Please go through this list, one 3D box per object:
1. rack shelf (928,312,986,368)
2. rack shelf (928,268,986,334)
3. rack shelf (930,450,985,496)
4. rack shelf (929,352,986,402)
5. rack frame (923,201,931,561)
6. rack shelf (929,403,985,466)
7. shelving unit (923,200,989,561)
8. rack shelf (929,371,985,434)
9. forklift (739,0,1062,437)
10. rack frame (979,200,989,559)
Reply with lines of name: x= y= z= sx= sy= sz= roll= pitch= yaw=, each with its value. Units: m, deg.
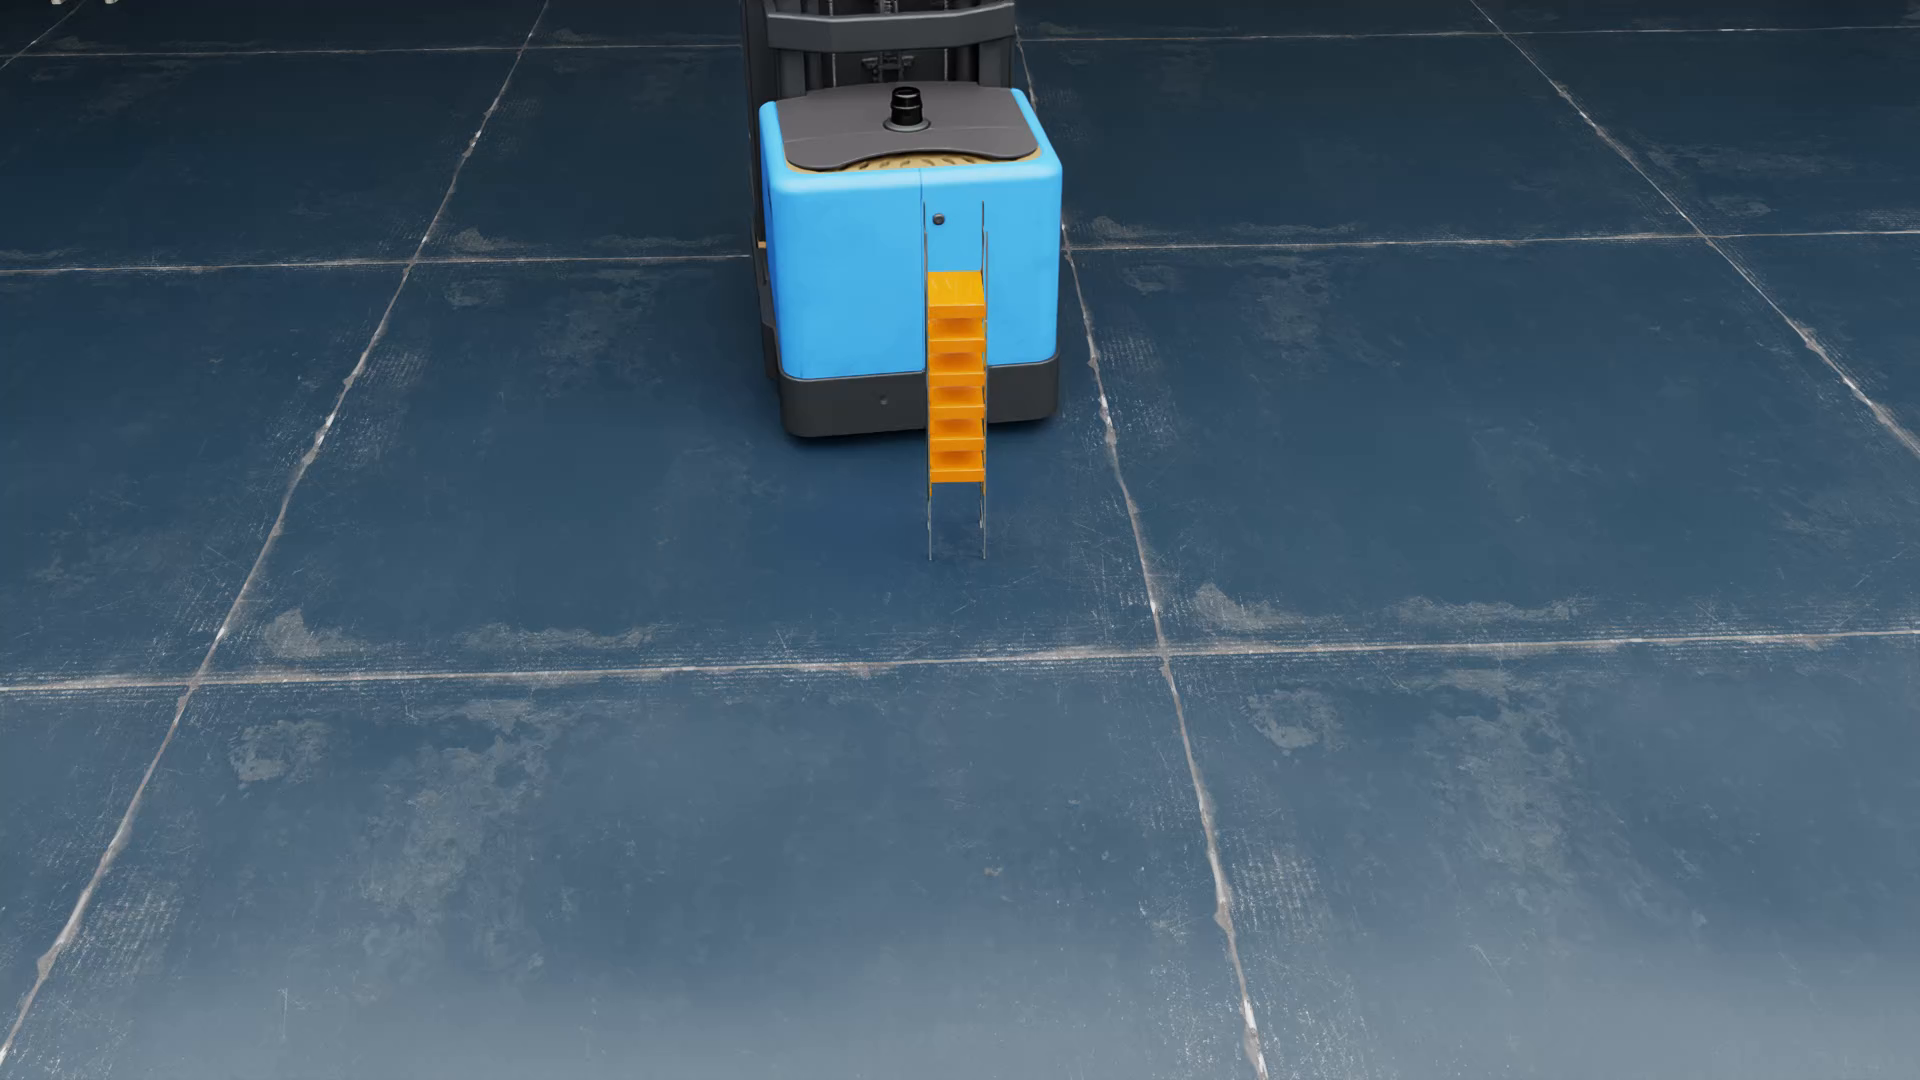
rack shelf: x=-0.014 y=-0.654 z=5.297 sx=0.180 sy=0.103 sz=0.258 roll=-2 pitch=35 yaw=-2
rack shelf: x=-0.014 y=-0.752 z=5.228 sx=0.180 sy=0.103 sz=0.258 roll=-2 pitch=35 yaw=-2
rack shelf: x=-0.014 y=-0.259 z=5.570 sx=0.180 sy=0.103 sz=0.258 roll=-2 pitch=35 yaw=-2
rack shelf: x=-0.014 y=-0.555 z=5.365 sx=0.180 sy=0.103 sz=0.258 roll=-2 pitch=35 yaw=-2
rack frame: x=-0.106 y=-0.491 z=5.404 sx=0.006 sy=1.200 sz=0.240 roll=-2 pitch=35 yaw=-2
rack shelf: x=-0.014 y=-0.358 z=5.502 sx=0.180 sy=0.103 sz=0.258 roll=-2 pitch=35 yaw=-2
shelving unit: x=-0.014 y=-0.493 z=5.408 sx=0.189 sy=1.200 sz=0.258 roll=-2 pitch=35 yaw=-2
rack shelf: x=-0.014 y=-0.456 z=5.433 sx=0.180 sy=0.103 sz=0.258 roll=-2 pitch=35 yaw=-2
forklift: x=-0.362 y=-2.415 z=6.663 sx=1.130 sy=2.935 sz=3.031 roll=-5 pitch=35 yaw=-7
rack frame: x=0.077 y=-0.495 z=5.412 sx=0.006 sy=1.200 sz=0.240 roll=-2 pitch=35 yaw=-2
